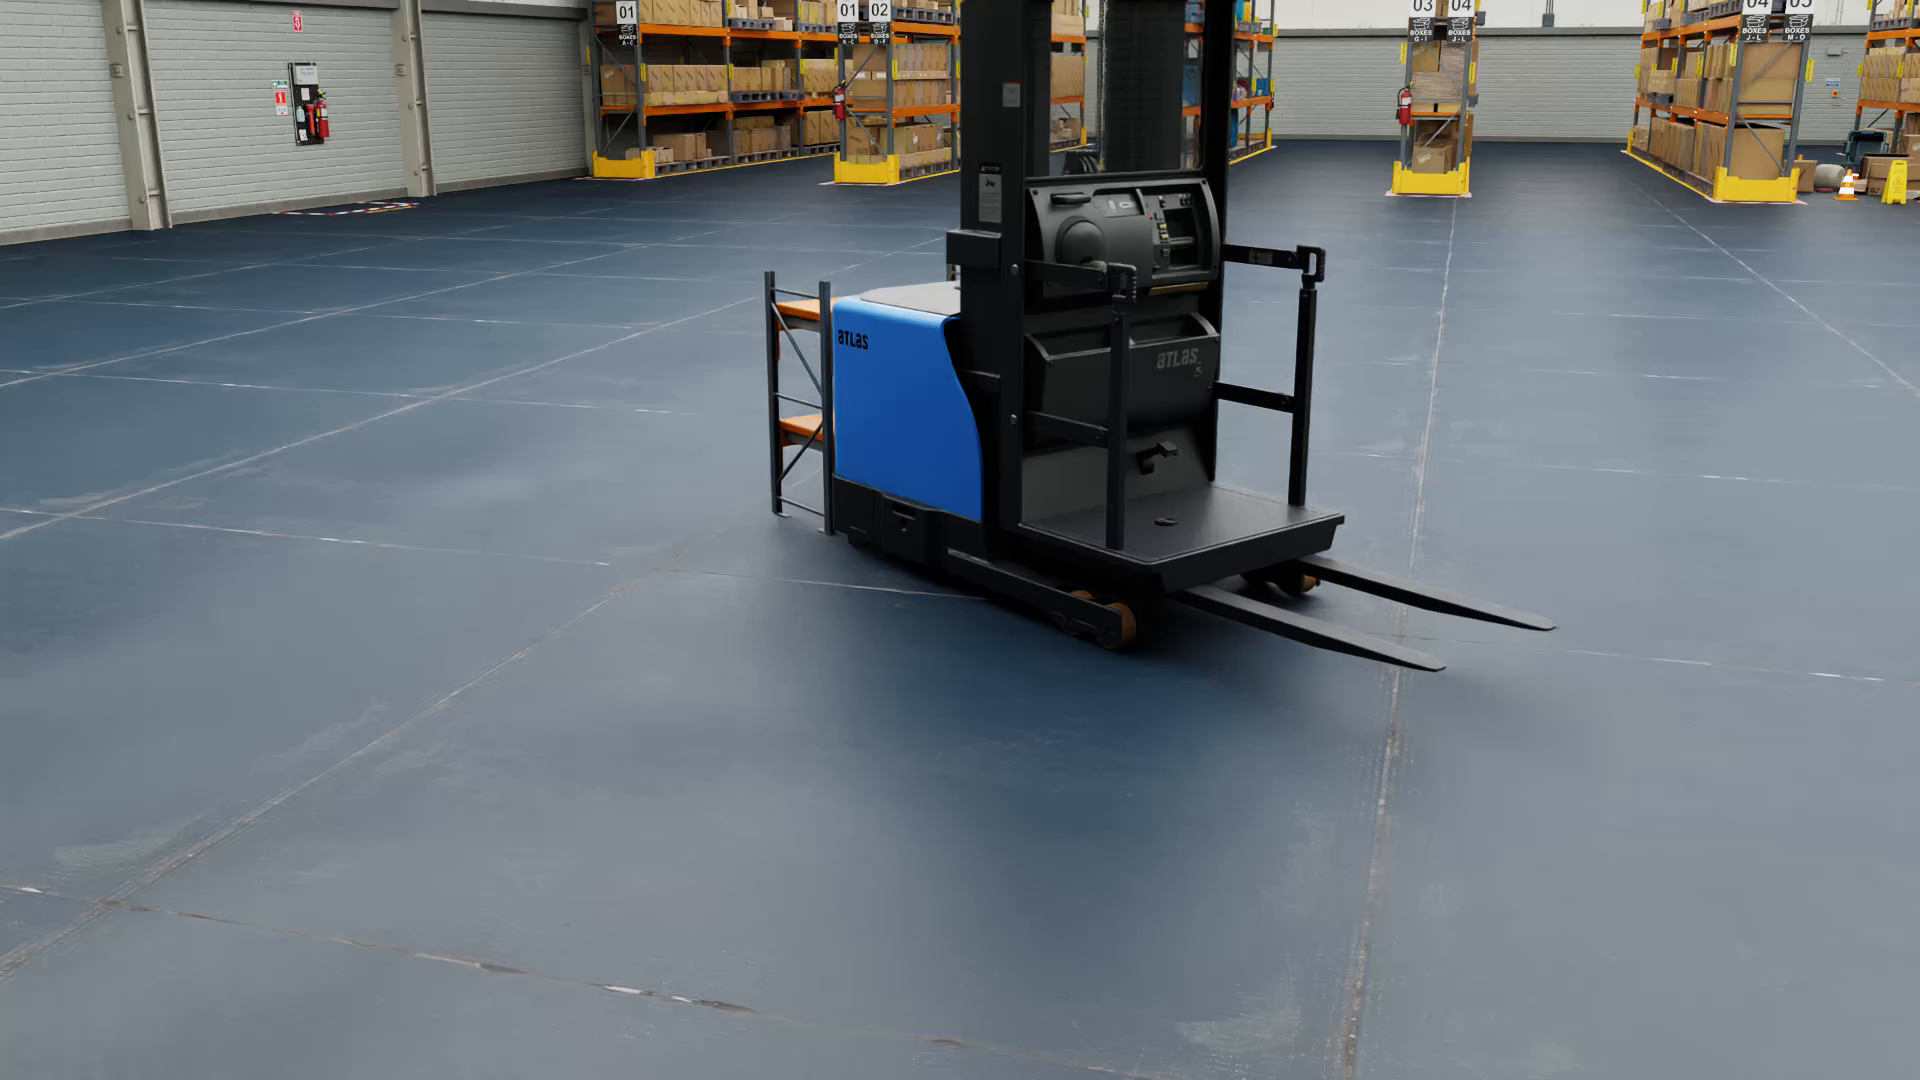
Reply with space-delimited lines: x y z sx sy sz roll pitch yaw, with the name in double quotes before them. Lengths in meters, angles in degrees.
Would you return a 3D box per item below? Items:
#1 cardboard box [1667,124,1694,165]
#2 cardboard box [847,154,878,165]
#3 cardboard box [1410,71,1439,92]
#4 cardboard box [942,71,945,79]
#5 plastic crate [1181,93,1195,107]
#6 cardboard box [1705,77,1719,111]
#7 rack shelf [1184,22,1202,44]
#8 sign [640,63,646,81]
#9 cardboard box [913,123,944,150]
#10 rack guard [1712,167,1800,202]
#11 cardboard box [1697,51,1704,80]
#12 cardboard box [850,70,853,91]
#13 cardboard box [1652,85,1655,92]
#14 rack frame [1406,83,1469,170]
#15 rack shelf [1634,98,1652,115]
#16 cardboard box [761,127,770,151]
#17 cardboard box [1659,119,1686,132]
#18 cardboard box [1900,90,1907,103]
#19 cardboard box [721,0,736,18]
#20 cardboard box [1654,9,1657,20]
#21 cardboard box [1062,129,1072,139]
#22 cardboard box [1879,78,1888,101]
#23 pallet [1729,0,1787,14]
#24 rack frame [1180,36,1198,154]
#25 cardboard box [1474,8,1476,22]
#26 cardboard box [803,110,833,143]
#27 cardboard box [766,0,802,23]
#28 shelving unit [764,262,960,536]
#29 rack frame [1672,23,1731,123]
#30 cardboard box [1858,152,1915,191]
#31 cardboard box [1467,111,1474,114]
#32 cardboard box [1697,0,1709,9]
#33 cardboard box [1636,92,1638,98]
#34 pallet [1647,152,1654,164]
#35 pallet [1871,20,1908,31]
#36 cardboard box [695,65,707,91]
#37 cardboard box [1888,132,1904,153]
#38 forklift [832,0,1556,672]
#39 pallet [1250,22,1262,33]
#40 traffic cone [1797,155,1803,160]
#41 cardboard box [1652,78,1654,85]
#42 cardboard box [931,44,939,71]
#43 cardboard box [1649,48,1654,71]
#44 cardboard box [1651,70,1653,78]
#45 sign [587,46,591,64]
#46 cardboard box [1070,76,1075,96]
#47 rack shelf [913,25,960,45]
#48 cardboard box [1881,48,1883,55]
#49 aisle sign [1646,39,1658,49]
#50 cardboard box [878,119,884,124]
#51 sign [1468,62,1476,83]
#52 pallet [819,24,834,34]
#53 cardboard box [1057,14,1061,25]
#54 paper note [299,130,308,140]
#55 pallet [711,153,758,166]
"cardboard box" 14.295 -7.642 32.130 1.050 0.750 0.750 5 17 17
"cardboard box" -1.828 -7.034 30.900 0.500 0.250 0.500 5 16 16
"cardboard box" 8.009 -7.695 28.234 0.875 0.500 0.500 5 16 16
"cardboard box" -0.505 -9.246 33.057 0.380 0.149 0.250 4 16 15
"plastic crate" 4.133 -8.271 31.264 0.499 0.251 0.616 5 16 16
"cardboard box" 13.169 -7.555 28.192 0.875 0.550 0.550 5 16 16
"rack shelf" 3.619 -9.226 30.183 1.077 0.370 4.000 5 16 16
"sign" -5.927 -8.749 31.091 0.100 0.325 0.005 5 16 16
"cardboard box" -0.636 -8.010 32.966 0.500 0.500 0.500 5 16 16
"rack guard" 12.520 -5.602 26.165 1.175 0.500 0.348 5 16 16
"cardboard box" 14.087 -8.784 30.786 0.700 0.500 0.500 5 17 16
"cardboard box" -2.927 -11.575 41.875 0.500 0.500 0.500 4 16 15
"cardboard box" 15.091 -9.694 35.701 0.380 0.149 0.250 4 16 13
"rack frame" 8.936 -8.269 30.984 1.000 3.000 0.127 5 16 16
"rack shelf" 16.505 -10.128 38.857 1.077 0.370 4.000 5 16 16
"cardboard box" -4.701 -9.026 37.430 0.700 0.500 0.500 5 16 16
"cardboard box" 15.035 -8.728 35.042 0.500 0.250 0.500 5 17 17
"cardboard box" 20.333 -9.426 35.341 0.500 0.250 0.500 4 16 15
"cardboard box" -5.079 -11.251 35.049 0.500 0.500 0.500 7 17 24
"cardboard box" 16.127 -11.974 37.911 0.500 0.250 0.500 5 17 18
"cardboard box" 2.633 -10.659 43.643 0.500 0.250 0.500 5 16 16
"cardboard box" 20.868 -10.050 37.082 0.500 0.500 0.500 4 16 15
"pallet" 12.727 -8.406 26.136 1.003 0.211 1.213 5 16 16
"rack frame" 5.324 -9.699 36.028 1.000 3.000 0.127 5 16 16
"cardboard box" 9.057 -9.500 30.104 0.500 0.250 0.500 5 17 18
"cardboard box" -3.584 -10.046 40.421 0.750 0.750 0.750 5 16 16
"cardboard box" -4.094 -12.299 38.708 0.700 0.500 0.500 3 16 12
"shelving unit" -0.312 -0.701 7.738 1.048 1.125 0.538 -12 20 -36
"rack frame" 14.800 -8.904 33.225 1.000 3.000 0.127 5 16 16
"cardboard box" 15.631 -6.219 28.085 0.797 0.637 0.503 5 16 16
"cardboard box" 10.794 -9.139 37.176 1.225 0.875 0.875 4 16 14
"cardboard box" 13.950 -9.984 30.744 0.500 0.311 0.500 4 16 14
"cardboard box" 16.667 -10.817 40.429 0.380 0.149 0.250 4 16 15
"pallet" 15.717 -8.405 36.576 1.003 0.211 1.213 5 16 16
"pallet" 21.647 -11.845 38.259 1.003 0.211 1.213 5 16 16
"cardboard box" -5.439 -9.310 33.518 0.500 0.500 0.500 4 16 14
"cardboard box" 20.993 -8.719 36.496 0.875 0.438 0.875 4 16 15
"forklift" 0.763 -1.173 6.094 1.130 2.935 3.031 -13 20 -37
"pallet" 6.332 -11.885 38.584 1.213 0.211 1.003 5 16 16
"traffic cone" 15.492 -6.871 30.705 0.336 0.463 0.334 5 16 16
"cardboard box" 15.166 -9.904 35.895 0.380 0.149 0.250 4 16 13
"cardboard box" -0.823 -9.461 32.628 0.700 0.500 0.500 5 16 16
"cardboard box" 15.953 -10.902 37.709 0.500 0.500 0.500 4 16 14
"cardboard box" 15.310 -10.177 36.314 0.380 0.149 0.250 5 17 17
"sign" -6.974 -9.132 31.327 0.100 0.325 0.005 5 16 16
"cardboard box" 2.692 -11.821 43.326 0.500 0.500 0.500 5 17 16
"rack shelf" 0.008 -10.658 35.230 1.077 0.370 4.000 5 16 16
"cardboard box" 21.099 -11.071 37.661 0.380 0.149 0.250 5 17 16
"aisle sign" 16.806 -12.290 40.398 0.394 0.787 0.004 5 16 16
"cardboard box" -2.433 -10.966 44.307 0.700 0.500 0.500 5 17 17
"sign" 8.320 -7.597 27.029 0.100 0.325 0.005 5 16 16
"pallet" -3.727 -12.285 39.994 1.003 0.211 1.213 5 17 18
"cardboard box" 2.230 -12.981 41.461 0.500 0.250 0.500 5 16 16
"paper note" -9.639 -5.947 24.412 0.016 0.148 0.142 5 16 16
"pallet" -5.091 -8.283 36.146 1.003 0.211 1.213 5 16 16
